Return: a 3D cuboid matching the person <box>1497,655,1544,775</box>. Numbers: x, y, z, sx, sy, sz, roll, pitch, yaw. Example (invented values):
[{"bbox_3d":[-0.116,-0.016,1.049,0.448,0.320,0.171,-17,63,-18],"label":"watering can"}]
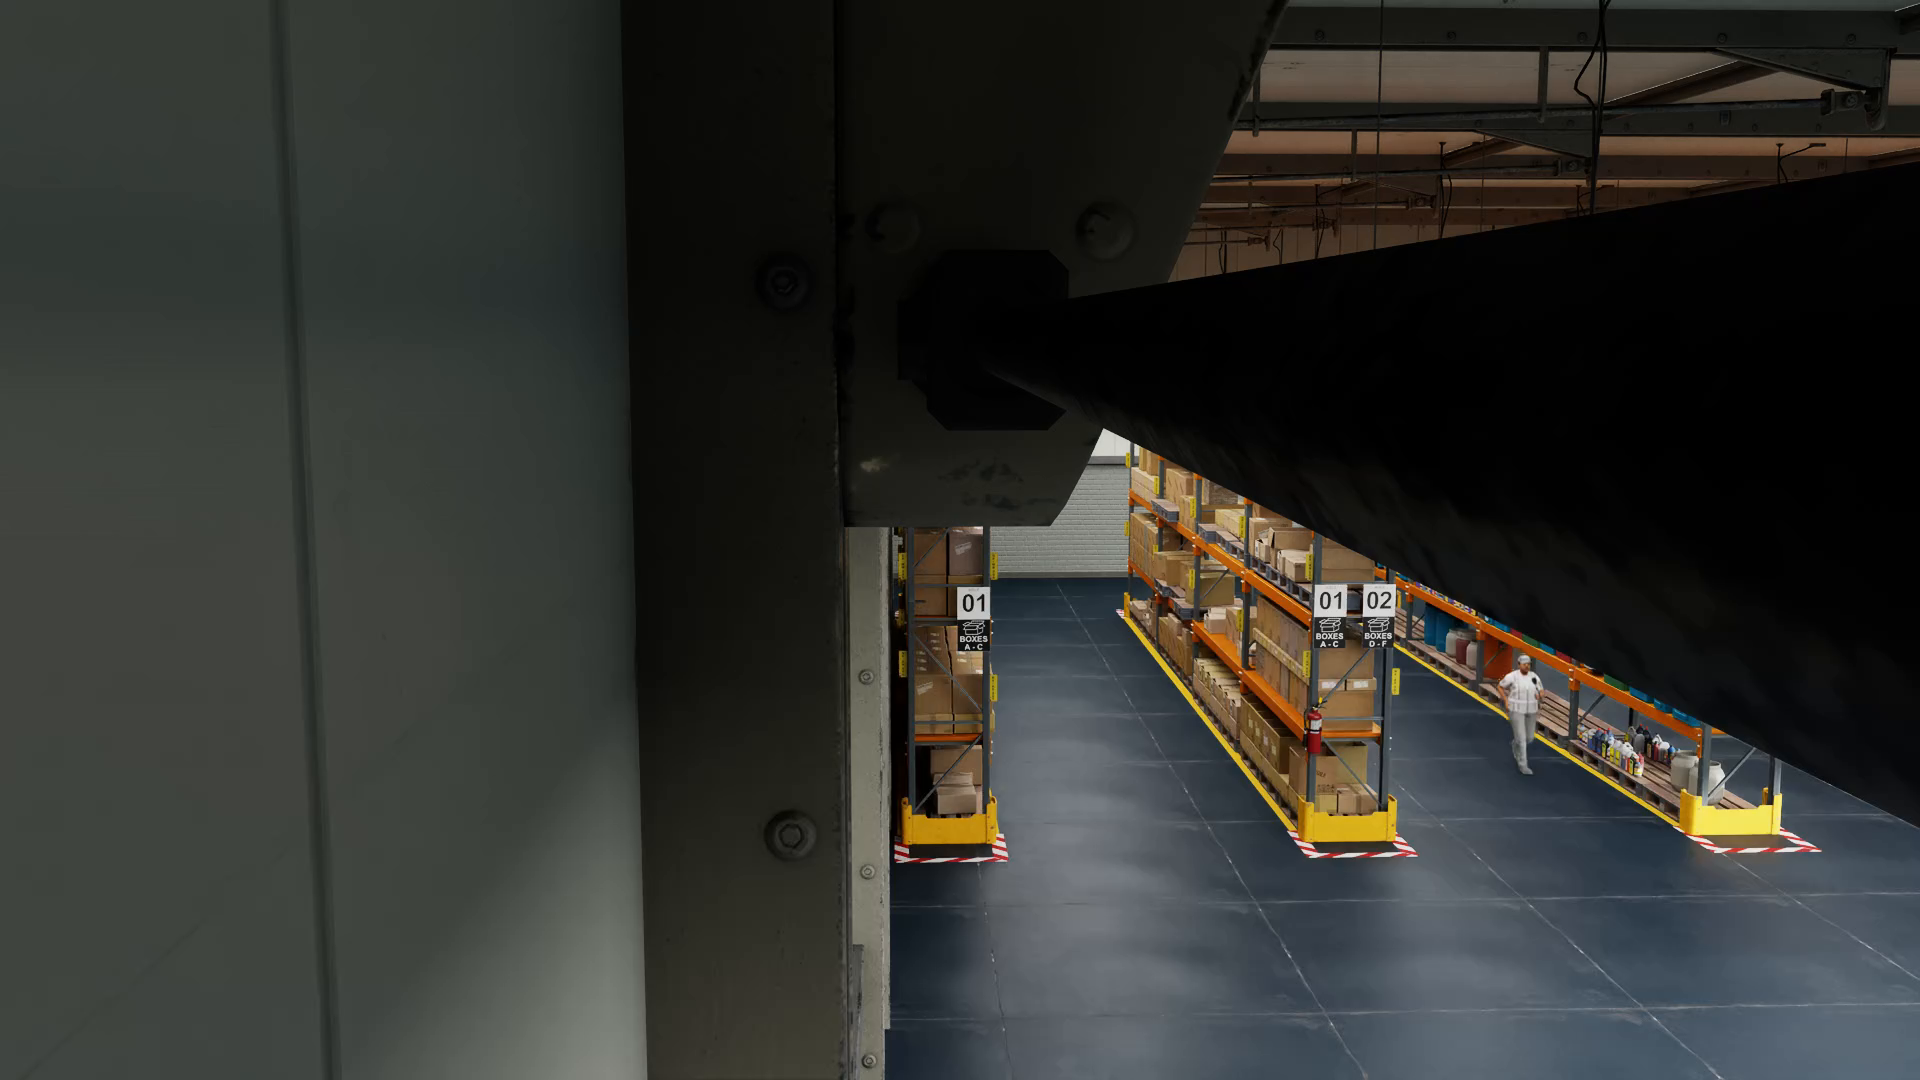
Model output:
[{"bbox_3d":[8.056,2.458,23.825,0.614,1.643,0.899,-1,7,-6],"label":"person"}]
